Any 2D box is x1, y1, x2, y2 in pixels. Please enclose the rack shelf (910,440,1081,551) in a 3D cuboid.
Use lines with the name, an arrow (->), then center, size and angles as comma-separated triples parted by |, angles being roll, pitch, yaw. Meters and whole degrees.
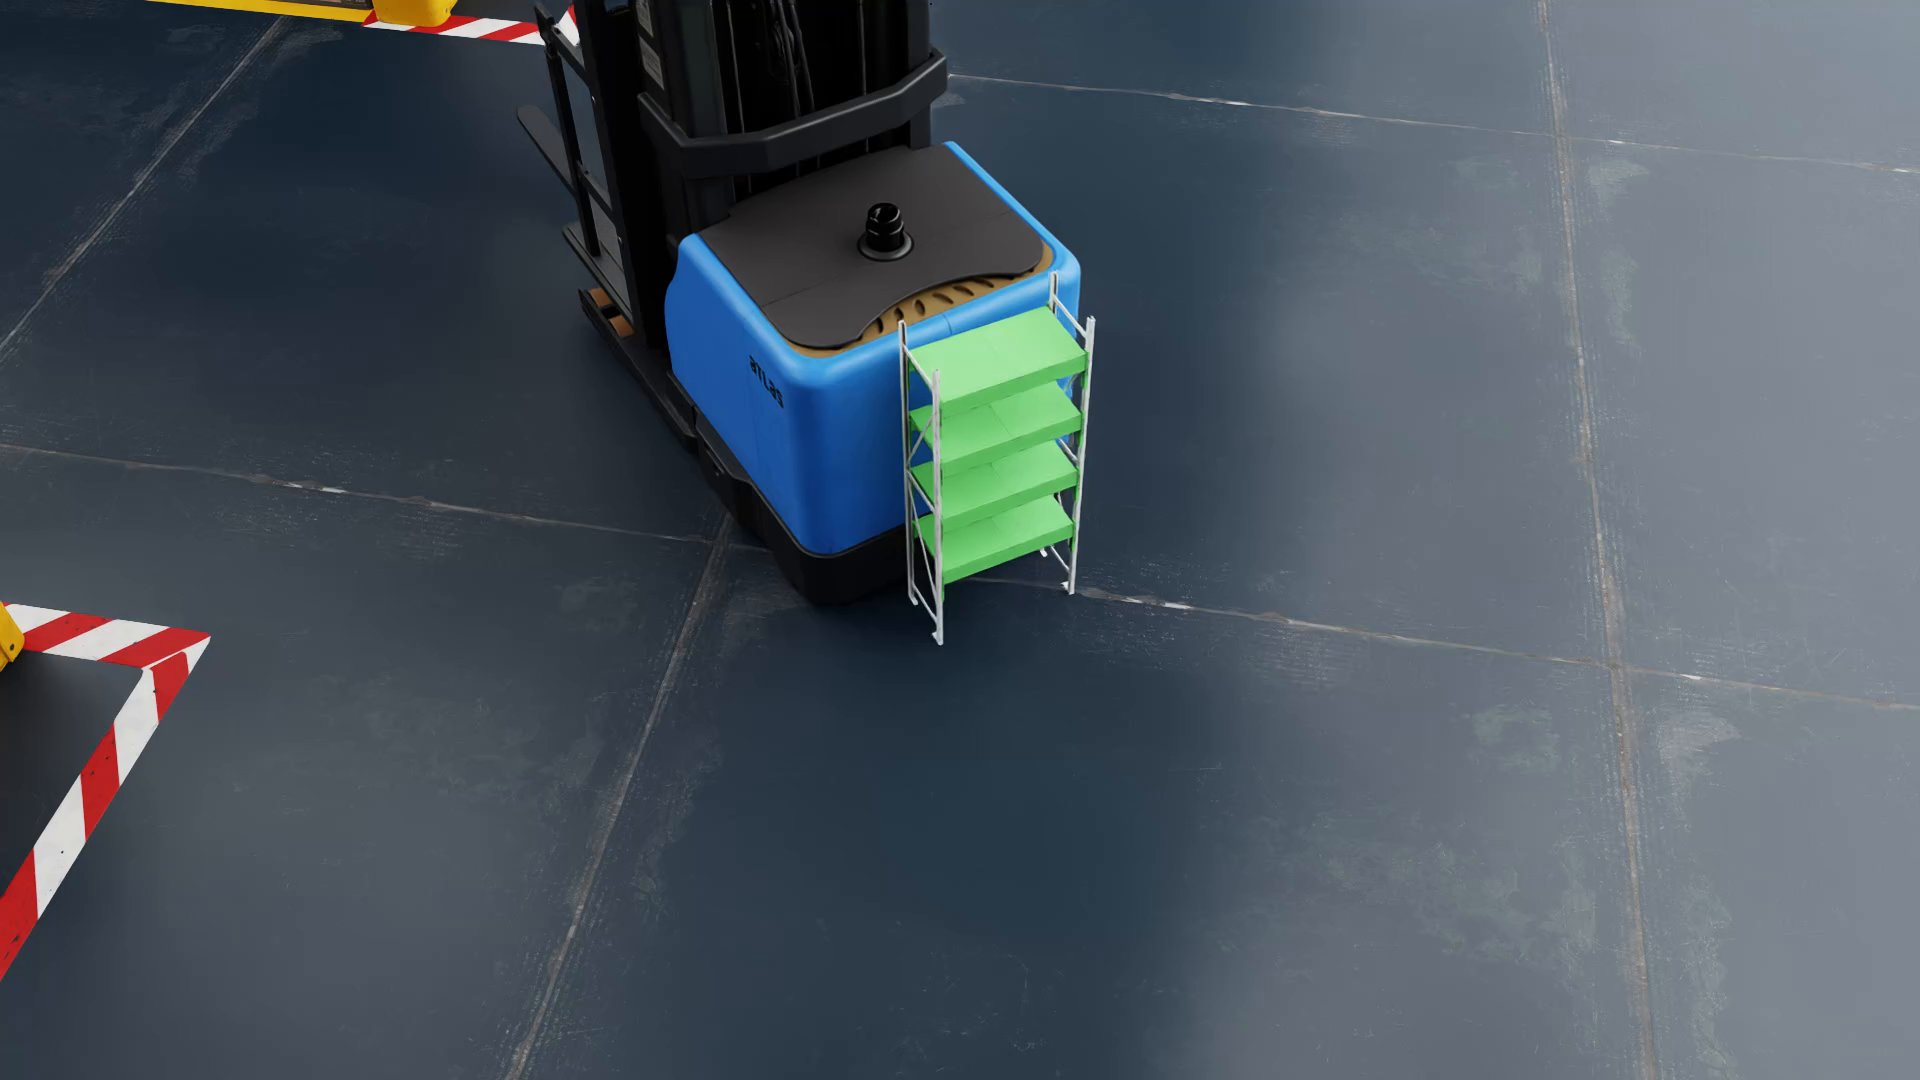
rack shelf -> 0.104, -0.175, 5.187 | 0.480, 0.148, 0.258 | -20, 51, -17

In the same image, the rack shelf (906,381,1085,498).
rack shelf -> 0.104, -0.336, 5.008 | 0.480, 0.148, 0.258 | -20, 51, -17

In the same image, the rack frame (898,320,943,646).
rack frame -> -0.115, -0.137, 5.067 | 0.015, 1.200, 0.240 | -20, 51, -17

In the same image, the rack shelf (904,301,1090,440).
rack shelf -> 0.104, -0.496, 4.830 | 0.480, 0.148, 0.258 | -20, 51, -17

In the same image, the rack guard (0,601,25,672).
rack guard -> -3.326, 0.543, 4.926 | 0.348, 0.500, 1.175 | 8, 49, 7

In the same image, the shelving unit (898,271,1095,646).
shelving unit -> 0.104, -0.218, 5.139 | 0.503, 1.200, 0.258 | -20, 51, -17

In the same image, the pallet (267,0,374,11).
pallet -> -3.347, -3.076, 8.372 | 1.213, 0.211, 1.003 | 8, 49, 7

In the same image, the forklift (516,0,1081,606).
forklift -> -0.815, -1.847, 5.440 | 1.130, 2.935, 3.031 | -25, 53, -21

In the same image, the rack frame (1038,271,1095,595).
rack frame -> 0.322, -0.298, 5.212 | 0.015, 1.200, 0.240 | -20, 51, -17

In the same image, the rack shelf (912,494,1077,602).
rack shelf -> 0.104, -0.015, 5.365 | 0.480, 0.148, 0.258 | -20, 51, -17

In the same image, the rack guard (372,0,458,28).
rack guard -> -2.549, -3.061, 8.164 | 0.348, 0.500, 1.175 | 8, 49, 7
